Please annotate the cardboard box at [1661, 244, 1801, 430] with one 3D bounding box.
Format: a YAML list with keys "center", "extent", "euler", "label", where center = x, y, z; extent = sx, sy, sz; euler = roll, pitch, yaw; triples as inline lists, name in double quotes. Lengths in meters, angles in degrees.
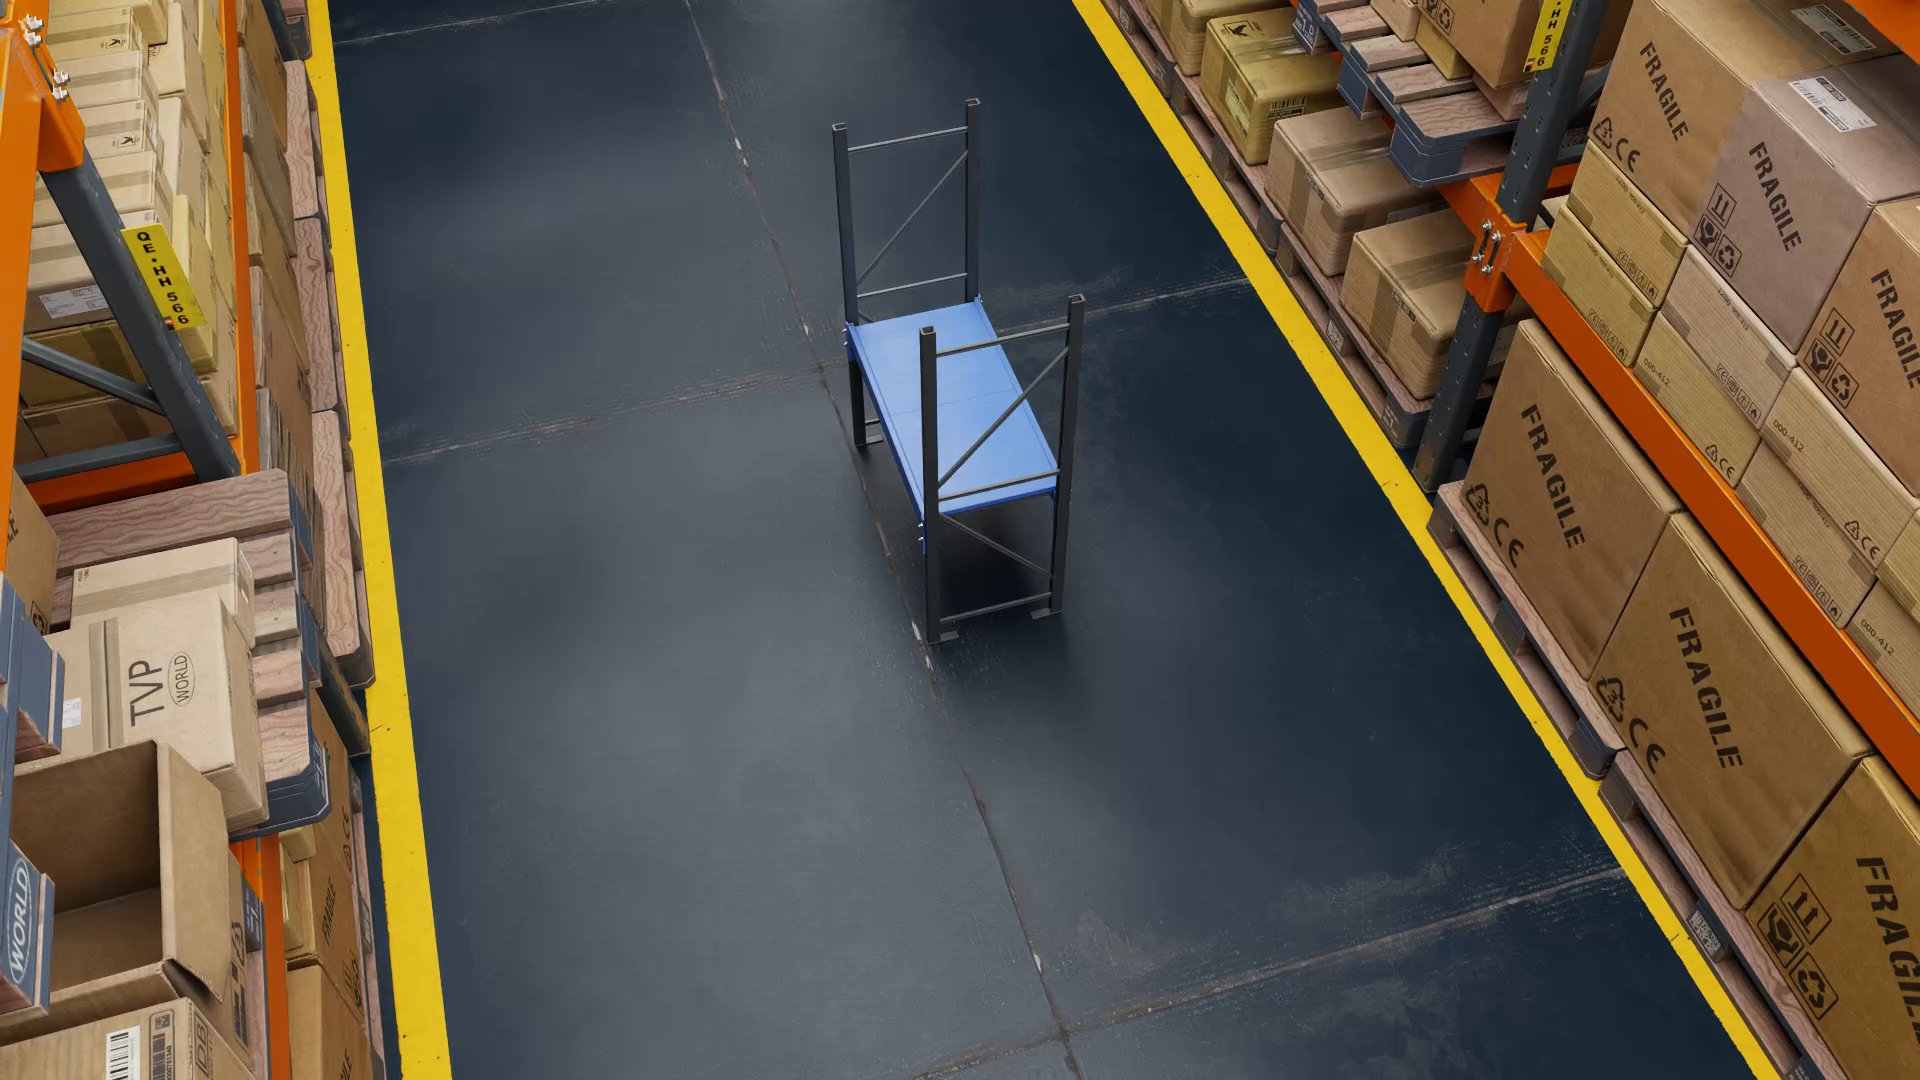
- center: [2.314, -0.605, 4.570]
  extent: [0.500, 0.250, 0.500]
  euler: [-12, 51, -10]
  label: "cardboard box"

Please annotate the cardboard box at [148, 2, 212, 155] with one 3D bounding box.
- center: [-2.674, -1.416, 5.253]
  extent: [0.500, 0.250, 0.500]
  euler: [-14, 51, -12]
  label: "cardboard box"

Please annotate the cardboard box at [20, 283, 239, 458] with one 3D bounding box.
- center: [-2.390, -0.502, 4.810]
  extent: [0.500, 0.250, 0.500]
  euler: [-13, 51, -11]
  label: "cardboard box"

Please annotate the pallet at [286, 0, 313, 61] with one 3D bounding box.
- center: [-3.870, -2.784, 8.459]
  extent: [1.003, 0.211, 1.213]
  euler: [-13, 51, -11]
  label: "pallet"

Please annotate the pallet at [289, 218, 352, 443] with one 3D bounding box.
- center: [-3.055, -0.772, 6.763]
  extent: [1.003, 0.211, 1.213]
  euler: [-13, 51, -11]
  label: "pallet"

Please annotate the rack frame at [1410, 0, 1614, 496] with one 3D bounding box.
- center: [2.249, -1.296, 5.381]
  extent: [1.000, 3.000, 0.127]
  euler: [-13, 51, -11]
  label: "rack frame"

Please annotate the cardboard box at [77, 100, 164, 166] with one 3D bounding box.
- center: [-2.486, -1.088, 4.716]
  extent: [0.380, 0.149, 0.250]
  euler: [-12, 51, -10]
  label: "cardboard box"

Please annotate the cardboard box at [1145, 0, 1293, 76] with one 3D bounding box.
- center: [1.439, -2.599, 7.923]
  extent: [0.950, 0.372, 0.625]
  euler: [-10, 51, -9]
  label: "cardboard box"

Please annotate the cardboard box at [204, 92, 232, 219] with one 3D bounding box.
- center: [-2.693, -1.245, 5.436]
  extent: [0.500, 0.250, 0.500]
  euler: [-15, 51, -12]
  label: "cardboard box"

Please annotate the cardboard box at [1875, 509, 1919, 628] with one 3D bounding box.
- center: [2.587, 0.135, 3.946]
  extent: [0.500, 0.250, 0.500]
  euler: [-13, 51, -10]
  label: "cardboard box"

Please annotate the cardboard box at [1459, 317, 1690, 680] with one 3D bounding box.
- center: [2.373, -0.223, 5.592]
  extent: [0.875, 0.875, 0.875]
  euler: [-14, 51, -11]
  label: "cardboard box"

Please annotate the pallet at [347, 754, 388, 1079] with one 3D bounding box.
- center: [-2.307, 1.281, 5.032]
  extent: [1.003, 0.211, 1.213]
  euler: [-13, 51, -11]
  label: "pallet"

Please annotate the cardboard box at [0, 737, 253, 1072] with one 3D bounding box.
- center: [-1.833, 0.811, 3.263]
  extent: [0.797, 0.503, 0.637]
  euler: [-14, 51, -12]
  label: "cardboard box"

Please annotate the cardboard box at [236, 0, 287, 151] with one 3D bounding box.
- center: [-3.510, -2.084, 7.324]
  extent: [0.875, 0.625, 0.625]
  euler: [-11, 51, -9]
  label: "cardboard box"

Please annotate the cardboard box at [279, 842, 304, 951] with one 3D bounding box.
- center: [-1.958, 0.988, 4.391]
  extent: [0.380, 0.149, 0.250]
  euler: [-15, 51, -12]
  label: "cardboard box"

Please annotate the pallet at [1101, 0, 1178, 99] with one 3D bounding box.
- center: [1.297, -2.751, 8.431]
  extent: [1.003, 0.211, 1.213]
  euler: [-13, 51, -11]
  label: "pallet"

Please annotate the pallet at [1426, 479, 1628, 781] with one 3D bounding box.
- center: [2.410, 0.195, 5.947]
  extent: [1.003, 0.211, 1.213]
  euler: [-13, 51, -11]
  label: "pallet"

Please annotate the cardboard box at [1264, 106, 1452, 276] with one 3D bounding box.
- center: [1.865, -1.537, 7.028]
  extent: [0.950, 0.372, 0.625]
  euler: [-14, 51, -12]
  label: "cardboard box"

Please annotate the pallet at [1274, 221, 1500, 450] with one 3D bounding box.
- center: [2.019, -0.969, 6.928]
  extent: [1.003, 0.211, 1.213]
  euler: [-13, 51, -11]
  label: "pallet"

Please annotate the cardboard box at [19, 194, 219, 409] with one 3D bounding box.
- center: [-2.366, -0.669, 4.623]
  extent: [0.500, 0.250, 0.500]
  euler: [-13, 51, -11]
  label: "cardboard box"

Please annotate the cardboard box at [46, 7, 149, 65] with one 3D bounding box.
- center: [-2.678, -1.453, 5.024]
  extent: [0.380, 0.149, 0.250]
  euler: [-13, 51, -11]
  label: "cardboard box"

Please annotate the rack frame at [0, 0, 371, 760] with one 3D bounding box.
- center: [-2.492, -0.171, 4.432]
  extent: [1.000, 3.000, 0.127]
  euler: [-13, 51, -11]
  label: "rack frame"

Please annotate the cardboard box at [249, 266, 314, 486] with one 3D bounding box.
- center: [-2.864, -0.475, 5.967]
  extent: [0.875, 0.625, 0.625]
  euler: [-12, 51, -10]
  label: "cardboard box"

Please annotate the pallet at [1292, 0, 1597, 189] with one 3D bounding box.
- center: [1.936, -1.731, 5.873]
  extent: [1.213, 0.211, 1.003]
  euler: [-13, 51, -11]
  label: "pallet"

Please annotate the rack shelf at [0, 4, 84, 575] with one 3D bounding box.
- center: [-1.901, 0.555, 2.329]
  extent: [1.077, 0.370, 4.000]
  euler: [-13, 51, -11]
  label: "rack shelf"

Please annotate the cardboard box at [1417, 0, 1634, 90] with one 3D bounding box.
- center: [1.849, -1.829, 5.295]
  extent: [0.500, 0.500, 0.500]
  euler: [-15, 51, -12]
  label: "cardboard box"

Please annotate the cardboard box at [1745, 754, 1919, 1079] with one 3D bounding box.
- center: [2.897, 1.082, 4.491]
  extent: [0.875, 0.875, 0.875]
  euler: [-12, 51, -10]
  label: "cardboard box"

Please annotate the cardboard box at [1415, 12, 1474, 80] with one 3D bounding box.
- center: [1.778, -1.716, 5.625]
  extent: [0.380, 0.149, 0.250]
  euler: [-13, 51, -10]
  label: "cardboard box"

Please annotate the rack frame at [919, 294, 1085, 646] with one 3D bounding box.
- center: [0.125, -0.174, 5.416]
  extent: [0.500, 1.500, 0.032]
  euler: [-13, 51, -11]
  label: "rack frame"

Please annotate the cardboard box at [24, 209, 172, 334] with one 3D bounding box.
- center: [-2.305, -0.712, 4.399]
  extent: [0.380, 0.149, 0.250]
  euler: [-12, 51, -10]
  label: "cardboard box"

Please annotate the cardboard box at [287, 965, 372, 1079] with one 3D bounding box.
- center: [-1.866, 1.509, 4.376]
  extent: [0.500, 0.500, 0.500]
  euler: [-11, 51, -9]
  label: "cardboard box"

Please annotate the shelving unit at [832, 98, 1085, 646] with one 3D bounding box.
- center: [-0.025, -0.546, 5.729]
  extent: [0.538, 1.500, 1.048]
  euler: [-13, 51, -11]
  label: "shelving unit"

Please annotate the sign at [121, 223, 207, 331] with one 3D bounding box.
- center: [-1.976, -0.648, 4.129]
  extent: [0.100, 0.325, 0.005]
  euler: [-13, 51, -11]
  label: "sign"

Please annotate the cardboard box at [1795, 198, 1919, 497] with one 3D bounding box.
- center: [2.455, -0.494, 3.985]
  extent: [0.500, 0.500, 0.500]
  euler: [-12, 51, -10]
  label: "cardboard box"

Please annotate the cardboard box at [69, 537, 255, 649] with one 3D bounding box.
- center: [-1.931, 0.167, 4.037]
  extent: [0.380, 0.149, 0.250]
  euler: [-12, 51, -10]
  label: "cardboard box"

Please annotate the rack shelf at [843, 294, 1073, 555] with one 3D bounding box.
- center: [-0.025, -0.430, 5.867]
  extent: [0.538, 0.185, 1.000]
  euler: [-13, 51, -11]
  label: "rack shelf"

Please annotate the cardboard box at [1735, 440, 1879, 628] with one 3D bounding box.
- center: [2.471, -0.078, 4.452]
  extent: [0.500, 0.250, 0.500]
  euler: [-12, 51, -10]
  label: "cardboard box"

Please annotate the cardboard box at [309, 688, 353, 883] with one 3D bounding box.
- center: [-2.162, 0.759, 5.008]
  extent: [0.500, 0.500, 0.500]
  euler: [-12, 51, -10]
  label: "cardboard box"

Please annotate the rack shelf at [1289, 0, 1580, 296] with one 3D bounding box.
- center: [1.657, -2.525, 6.887]
  extent: [1.077, 0.370, 4.000]
  euler: [-13, 51, -11]
  label: "rack shelf"
